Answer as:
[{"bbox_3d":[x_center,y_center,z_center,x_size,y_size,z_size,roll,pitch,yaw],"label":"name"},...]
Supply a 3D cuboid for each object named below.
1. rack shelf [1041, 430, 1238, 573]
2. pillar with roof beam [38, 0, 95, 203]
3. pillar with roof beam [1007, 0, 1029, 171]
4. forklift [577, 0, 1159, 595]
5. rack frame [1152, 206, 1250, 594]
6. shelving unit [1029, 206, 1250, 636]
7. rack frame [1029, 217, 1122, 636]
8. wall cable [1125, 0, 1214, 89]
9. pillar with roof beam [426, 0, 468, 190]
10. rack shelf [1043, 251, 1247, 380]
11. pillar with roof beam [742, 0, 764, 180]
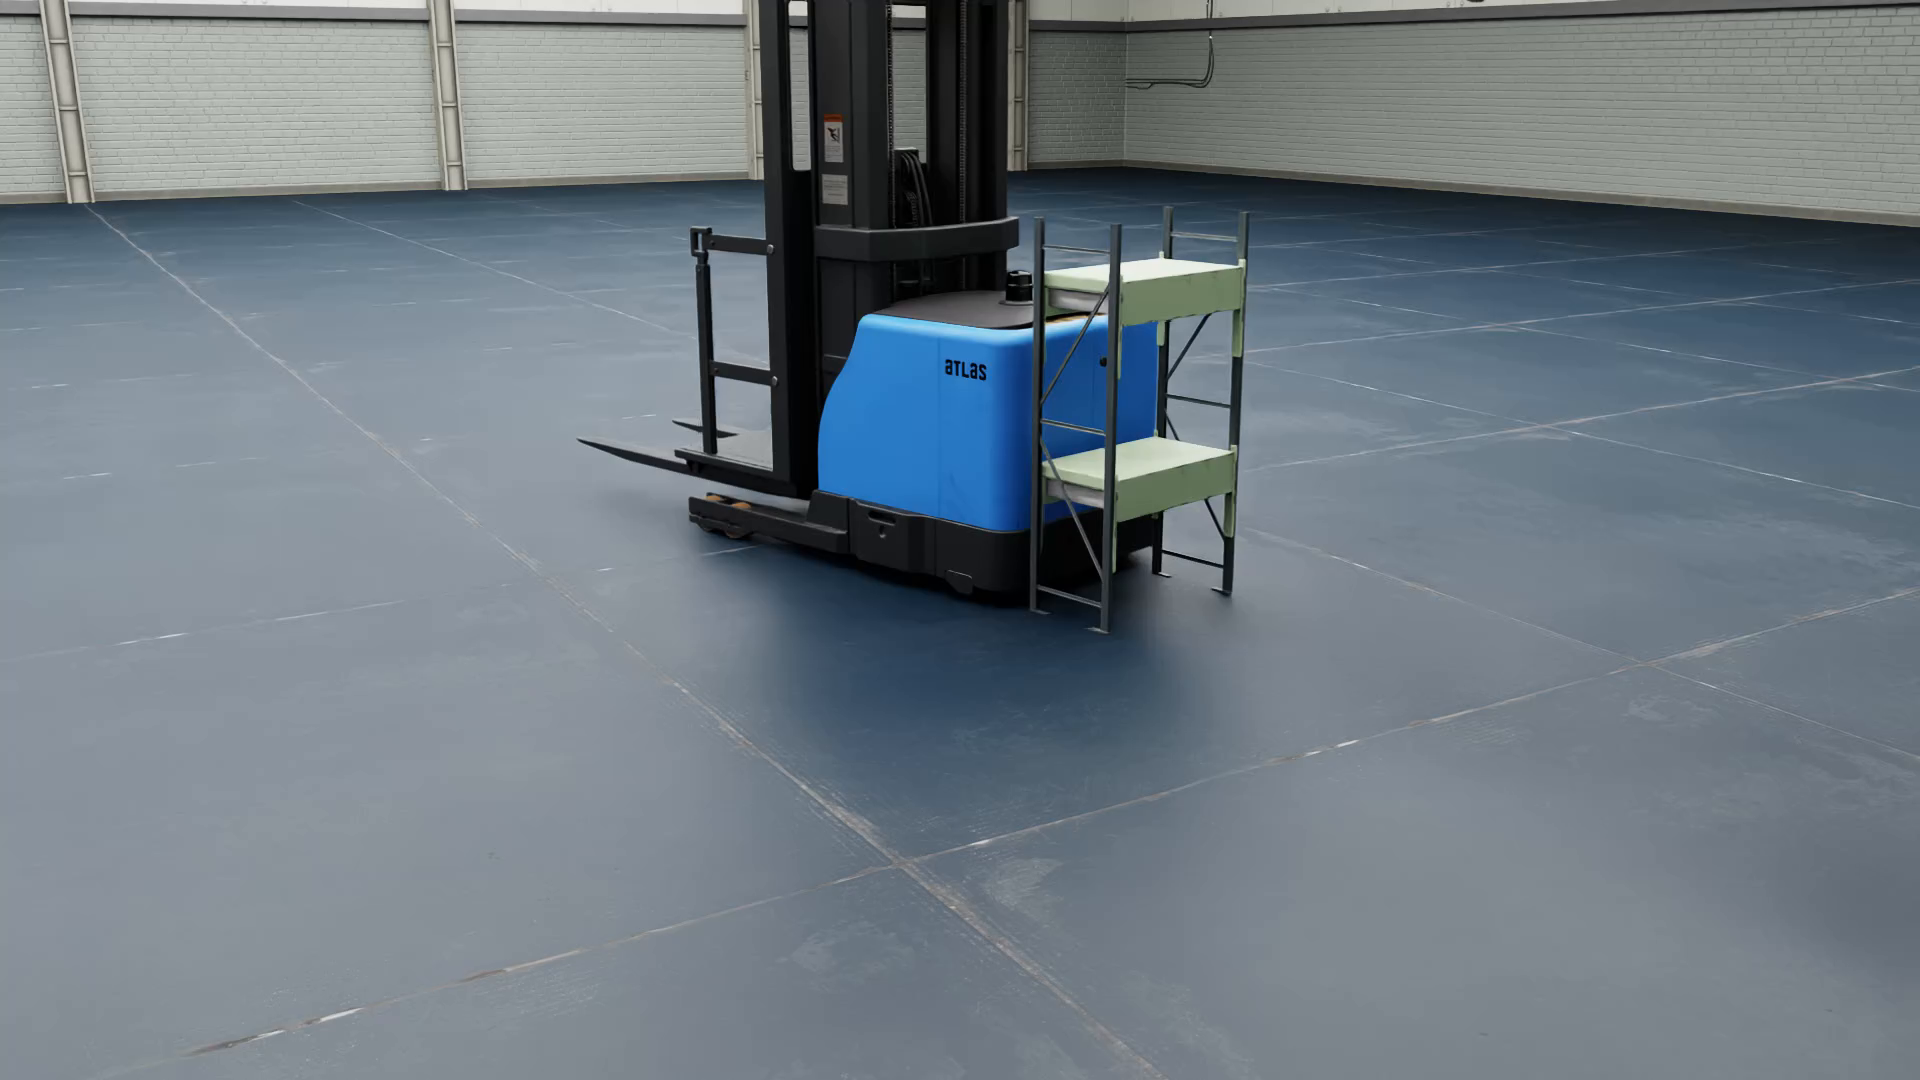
[{"bbox_3d":[0.679,-0.164,6.423,0.720,0.370,0.431,-15,21,-42],"label":"rack shelf"},{"bbox_3d":[-12.010,-8.804,22.146,0.400,9.000,9.100,-9,18,-30],"label":"pillar with roof beam"},{"bbox_3d":[3.419,-11.306,31.072,0.400,9.000,9.100,-9,18,-30],"label":"pillar with roof beam"},{"bbox_3d":[-0.593,-1.507,7.354,3.031,2.935,1.130,14,21,40],"label":"forklift"},{"bbox_3d":[0.943,-0.546,6.579,0.023,1.500,0.400,-15,21,-42],"label":"rack frame"},{"bbox_3d":[0.679,-0.478,6.335,0.755,1.500,0.431,-15,21,-42],"label":"shelving unit"},{"bbox_3d":[0.415,-0.409,6.091,0.023,1.500,0.400,-15,21,-42],"label":"rack frame"},{"bbox_3d":[4.409,-10.911,35.414,0.112,2.526,3.097,-9,18,-30],"label":"wall cable"},{"bbox_3d":[-6.867,-9.638,25.121,0.400,9.000,9.100,-9,18,-30],"label":"pillar with roof beam"},{"bbox_3d":[0.679,-0.853,6.230,0.720,0.370,0.431,-15,21,-42],"label":"rack shelf"},{"bbox_3d":[-1.724,-10.472,28.097,0.400,9.000,9.100,-9,18,-30],"label":"pillar with roof beam"}]
